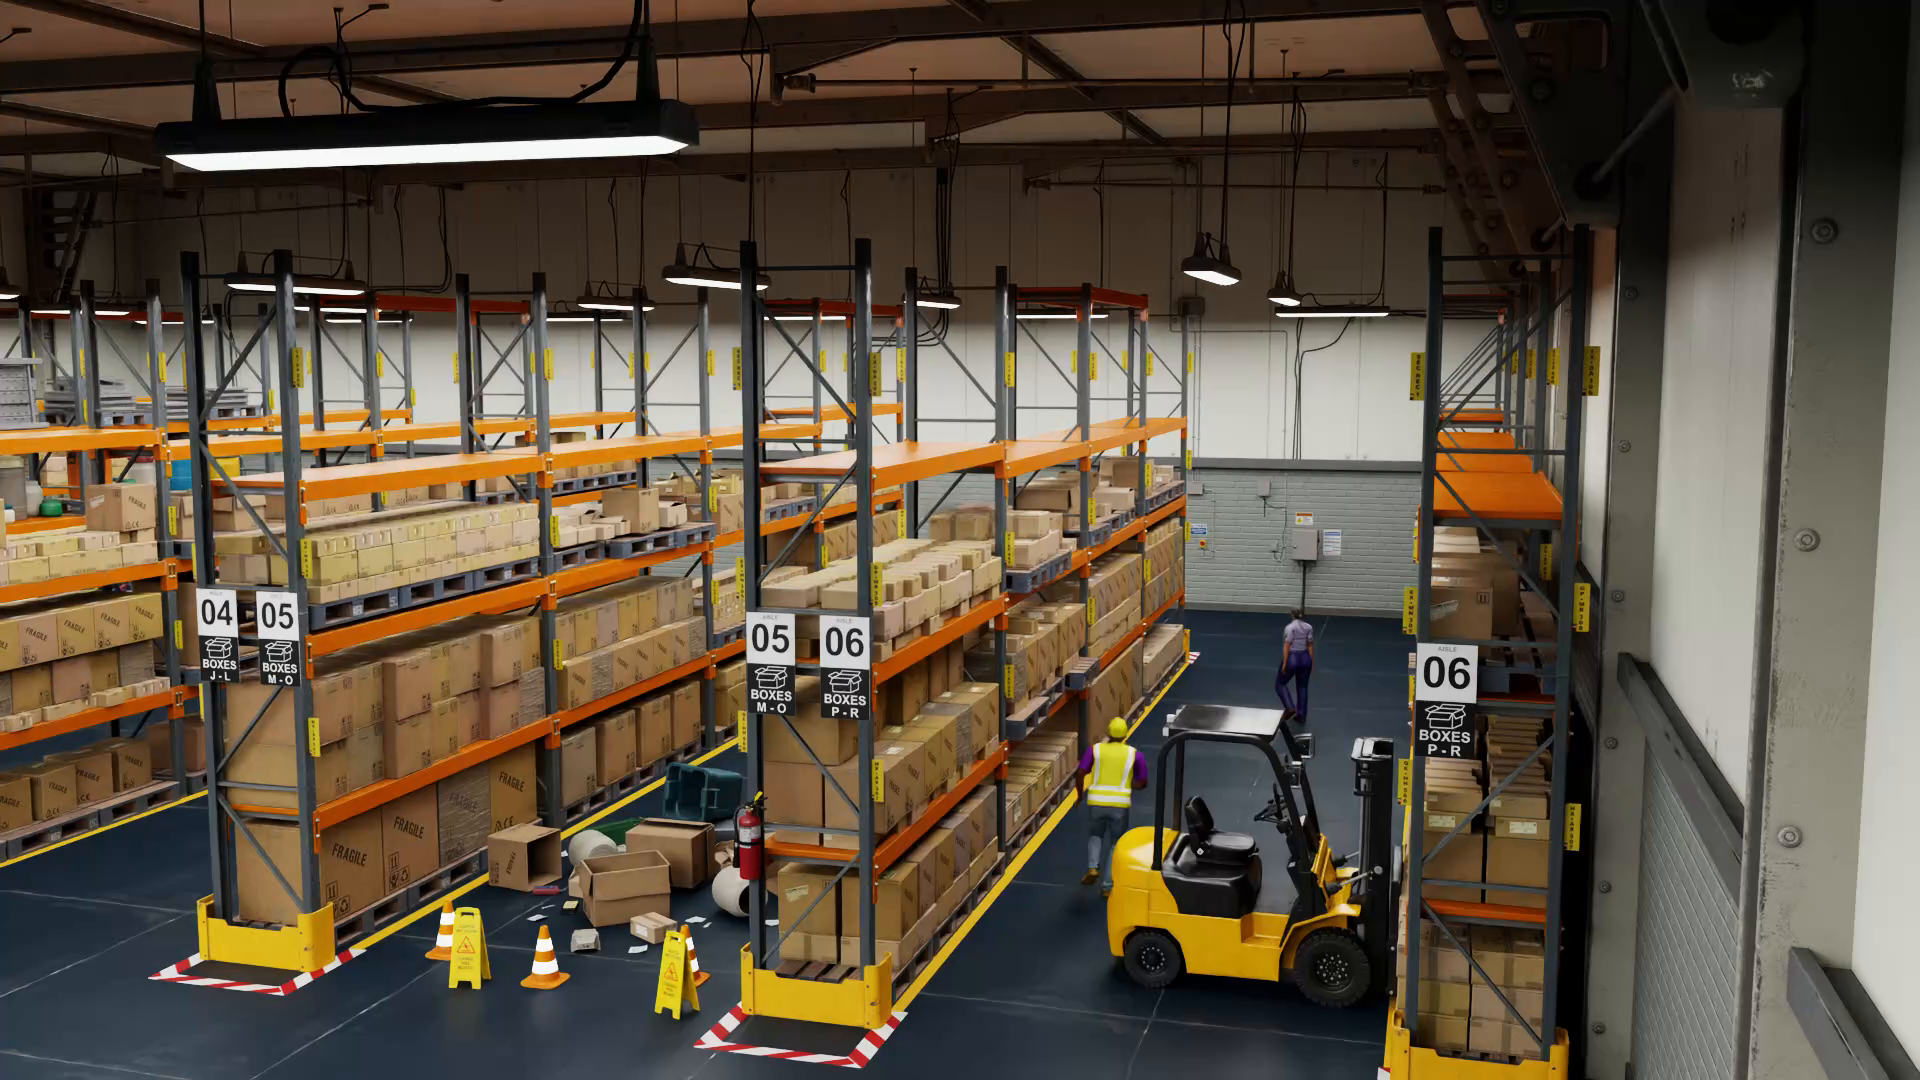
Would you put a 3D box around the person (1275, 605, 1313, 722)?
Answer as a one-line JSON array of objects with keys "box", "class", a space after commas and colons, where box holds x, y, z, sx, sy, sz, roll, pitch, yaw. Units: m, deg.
[{"box": [4.726, 1.737, 23.376, 0.535, 1.648, 0.436, -2, 7, -21], "class": "person"}]

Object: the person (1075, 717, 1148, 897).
[{"box": [1.454, 2.548, 16.096, 0.686, 1.668, 0.776, 2, 7, 19], "class": "person"}]
